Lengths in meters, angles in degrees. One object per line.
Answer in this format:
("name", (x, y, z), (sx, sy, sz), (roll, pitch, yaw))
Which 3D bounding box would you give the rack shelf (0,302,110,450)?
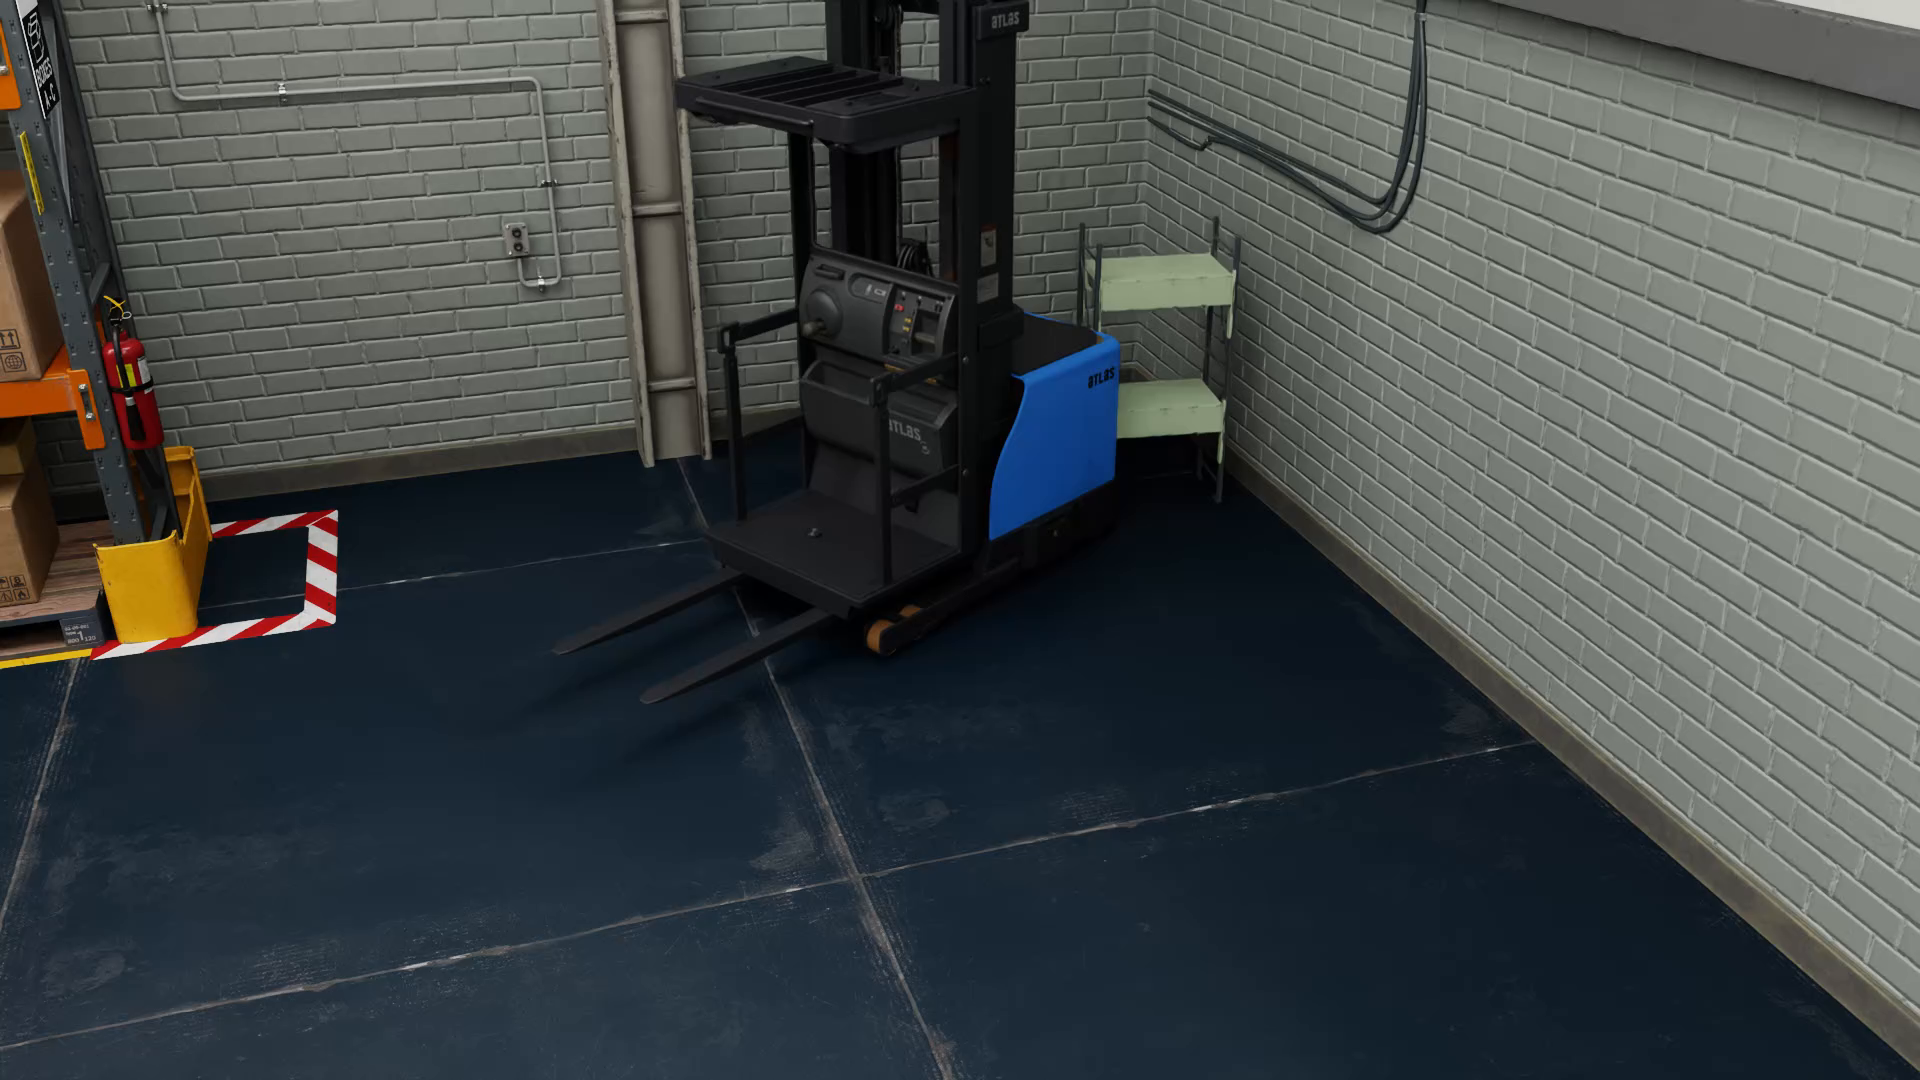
("rack shelf", (-5.877, -0.519, 7.231), (4.000, 0.370, 1.077), (-8, 28, -16))

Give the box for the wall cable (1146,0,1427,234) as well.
("wall cable", (1.514, -3.041, 8.247), (0.112, 2.526, 3.097), (-8, 28, -16))

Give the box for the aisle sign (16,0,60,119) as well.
("aisle sign", (-3.814, -2.164, 6.813), (0.004, 0.787, 0.394), (-8, 28, -16))

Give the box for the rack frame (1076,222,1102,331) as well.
("rack frame", (0.673, -0.909, 8.895), (0.023, 1.500, 0.400), (-4, 27, -9))

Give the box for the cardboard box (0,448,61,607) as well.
("cardboard box", (-4.610, -0.047, 7.809), (0.500, 0.500, 0.700), (-8, 28, -16))

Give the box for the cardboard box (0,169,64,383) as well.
("cardboard box", (-4.457, -1.177, 7.409), (0.700, 0.700, 0.980), (-7, 27, -14))

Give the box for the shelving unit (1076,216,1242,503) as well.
("shelving unit", (1.034, -0.937, 8.950), (0.755, 1.500, 0.431), (-4, 27, -9))

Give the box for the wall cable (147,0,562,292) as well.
("wall cable", (-3.051, -2.148, 8.561), (1.851, 1.984, 0.084), (-8, 28, -16))

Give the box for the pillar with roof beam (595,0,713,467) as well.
("pillar with roof beam", (-0.343, -2.721, 4.111), (0.400, 9.000, 9.100), (-8, 28, -16))

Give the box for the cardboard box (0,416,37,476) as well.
("cardboard box", (-4.553, -0.439, 7.870), (0.250, 0.149, 0.380), (-8, 28, -16))

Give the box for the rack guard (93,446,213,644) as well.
("rack guard", (-3.952, 0.000, 8.189), (0.348, 0.500, 1.175), (-8, 28, -16))

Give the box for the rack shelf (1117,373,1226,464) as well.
("rack shelf", (1.034, -0.645, 9.095), (0.720, 0.370, 0.431), (-4, 27, -9))

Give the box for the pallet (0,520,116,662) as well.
("pallet", (-4.711, 0.276, 7.958), (1.213, 0.211, 1.003), (-8, 28, -16))

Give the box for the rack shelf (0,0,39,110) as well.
("rack shelf", (-5.877, -1.863, 6.564), (4.000, 0.370, 1.077), (-8, 28, -16))

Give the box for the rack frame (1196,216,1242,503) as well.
("rack frame", (1.395, -0.964, 9.006), (0.023, 1.500, 0.400), (-4, 27, -9))

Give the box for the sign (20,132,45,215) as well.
("sign", (-3.820, -1.510, 6.850), (0.005, 0.325, 0.100), (-8, 28, -16))

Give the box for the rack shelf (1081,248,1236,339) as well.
("rack shelf", (1.034, -1.286, 8.777), (0.720, 0.370, 0.431), (-4, 27, -9))

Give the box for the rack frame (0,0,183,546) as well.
("rack frame", (-3.975, -1.117, 7.626), (0.127, 3.000, 1.000), (-8, 28, -16))

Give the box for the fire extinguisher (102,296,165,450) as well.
("fire extinguisher", (-3.689, -0.741, 7.375), (0.183, 0.674, 0.296), (-8, 28, -16))

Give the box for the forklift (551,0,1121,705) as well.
("forklift", (-0.530, -1.032, 7.533), (1.130, 2.935, 3.031), (22, 34, 37))
